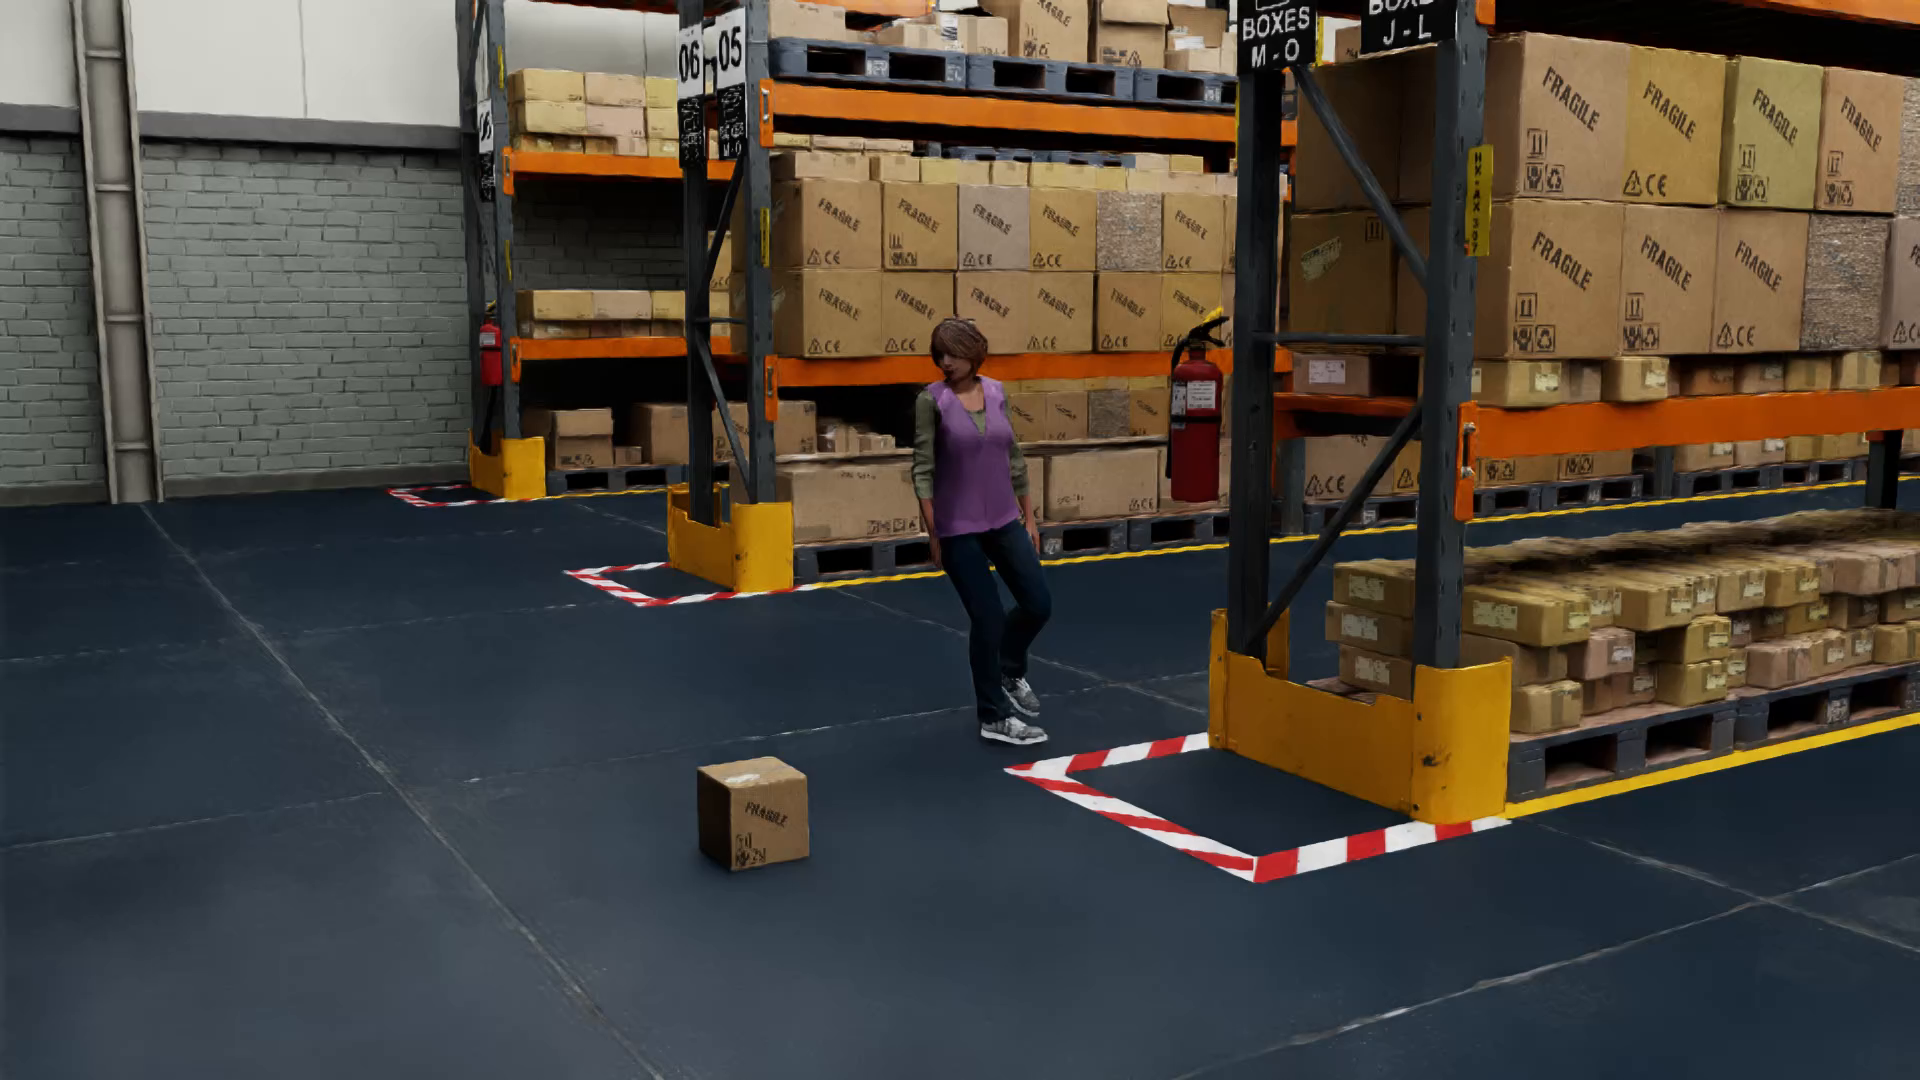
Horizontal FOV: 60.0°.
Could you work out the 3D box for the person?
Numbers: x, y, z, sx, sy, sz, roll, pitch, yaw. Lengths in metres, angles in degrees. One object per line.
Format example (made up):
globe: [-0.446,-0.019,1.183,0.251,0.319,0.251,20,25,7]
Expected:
person: [0.099,-0.030,6.131,0.547,1.578,0.415,-5,10,-31]
